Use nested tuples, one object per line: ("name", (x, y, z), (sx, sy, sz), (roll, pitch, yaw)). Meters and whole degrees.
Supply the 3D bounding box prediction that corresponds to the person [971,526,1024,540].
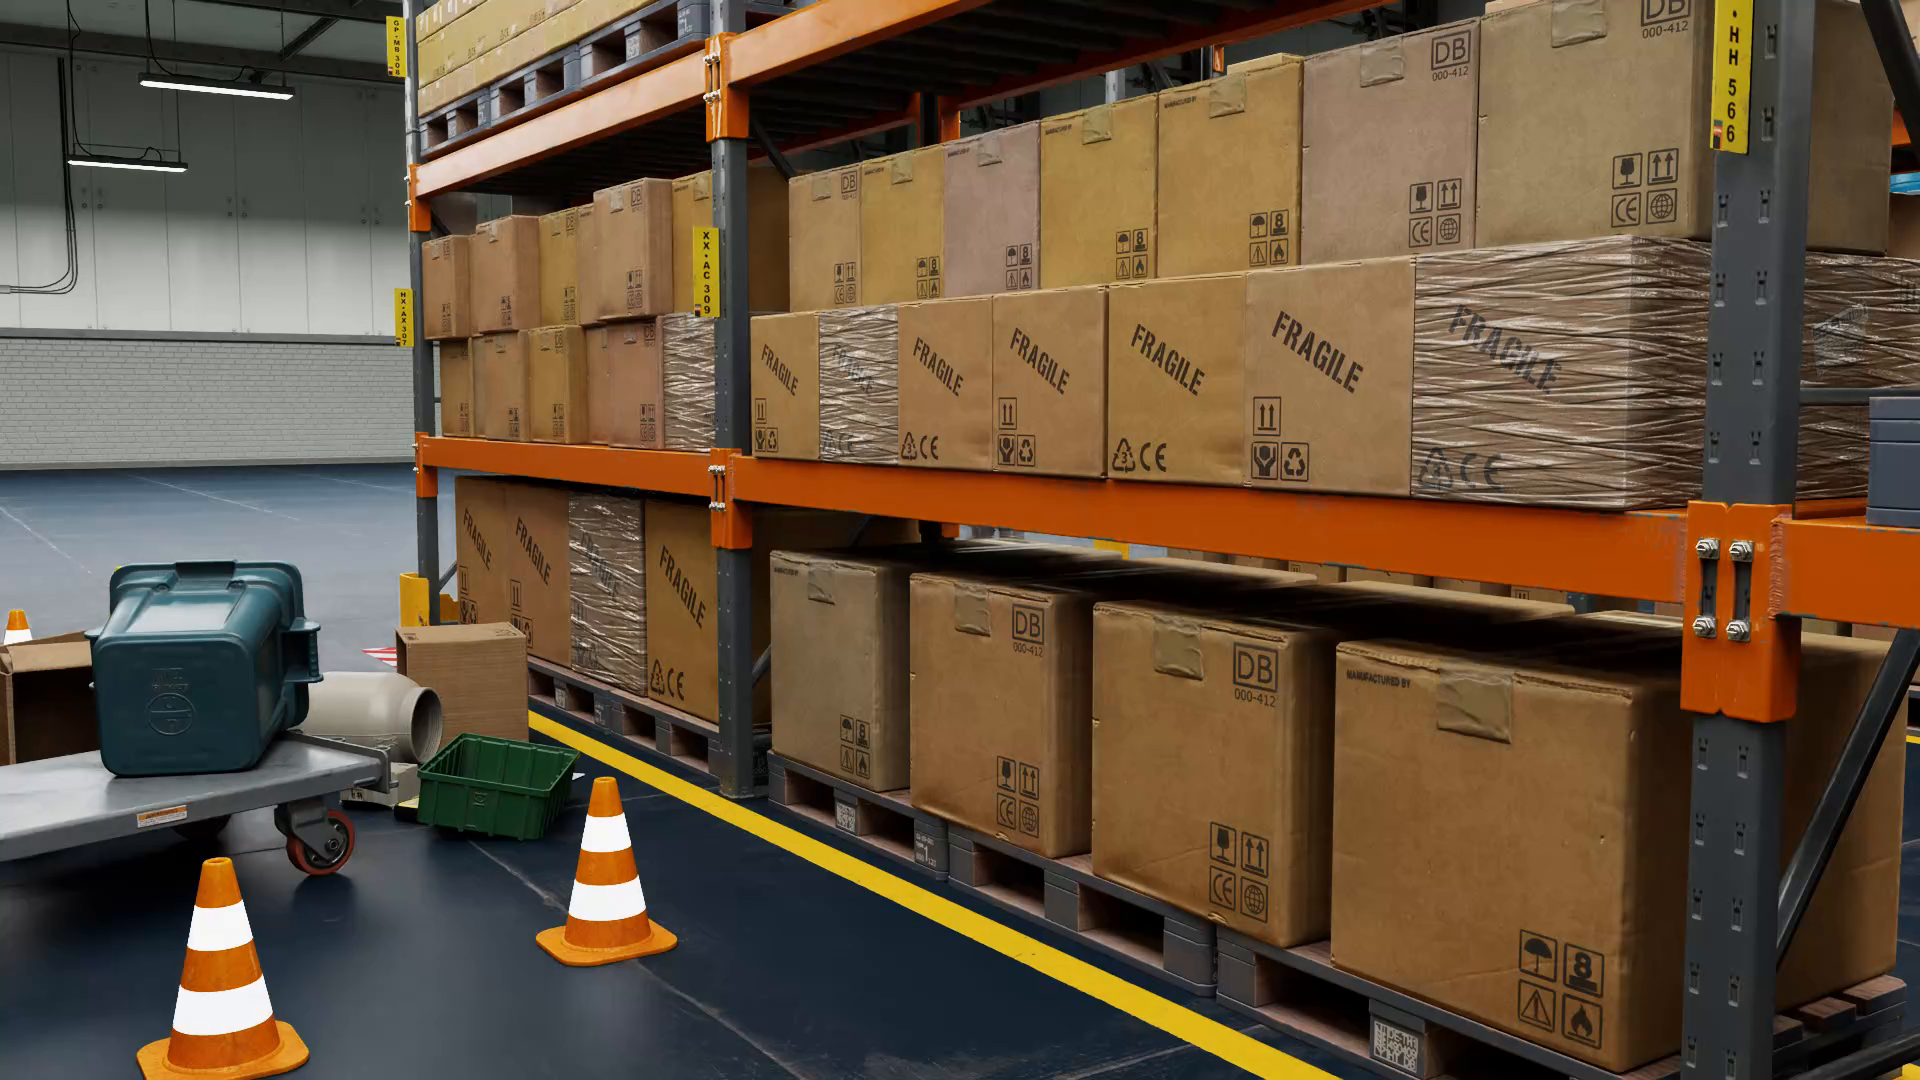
("person", (0.224, -0.197, 10.797), (0.627, 1.606, 0.690), (1, 5, 7))
